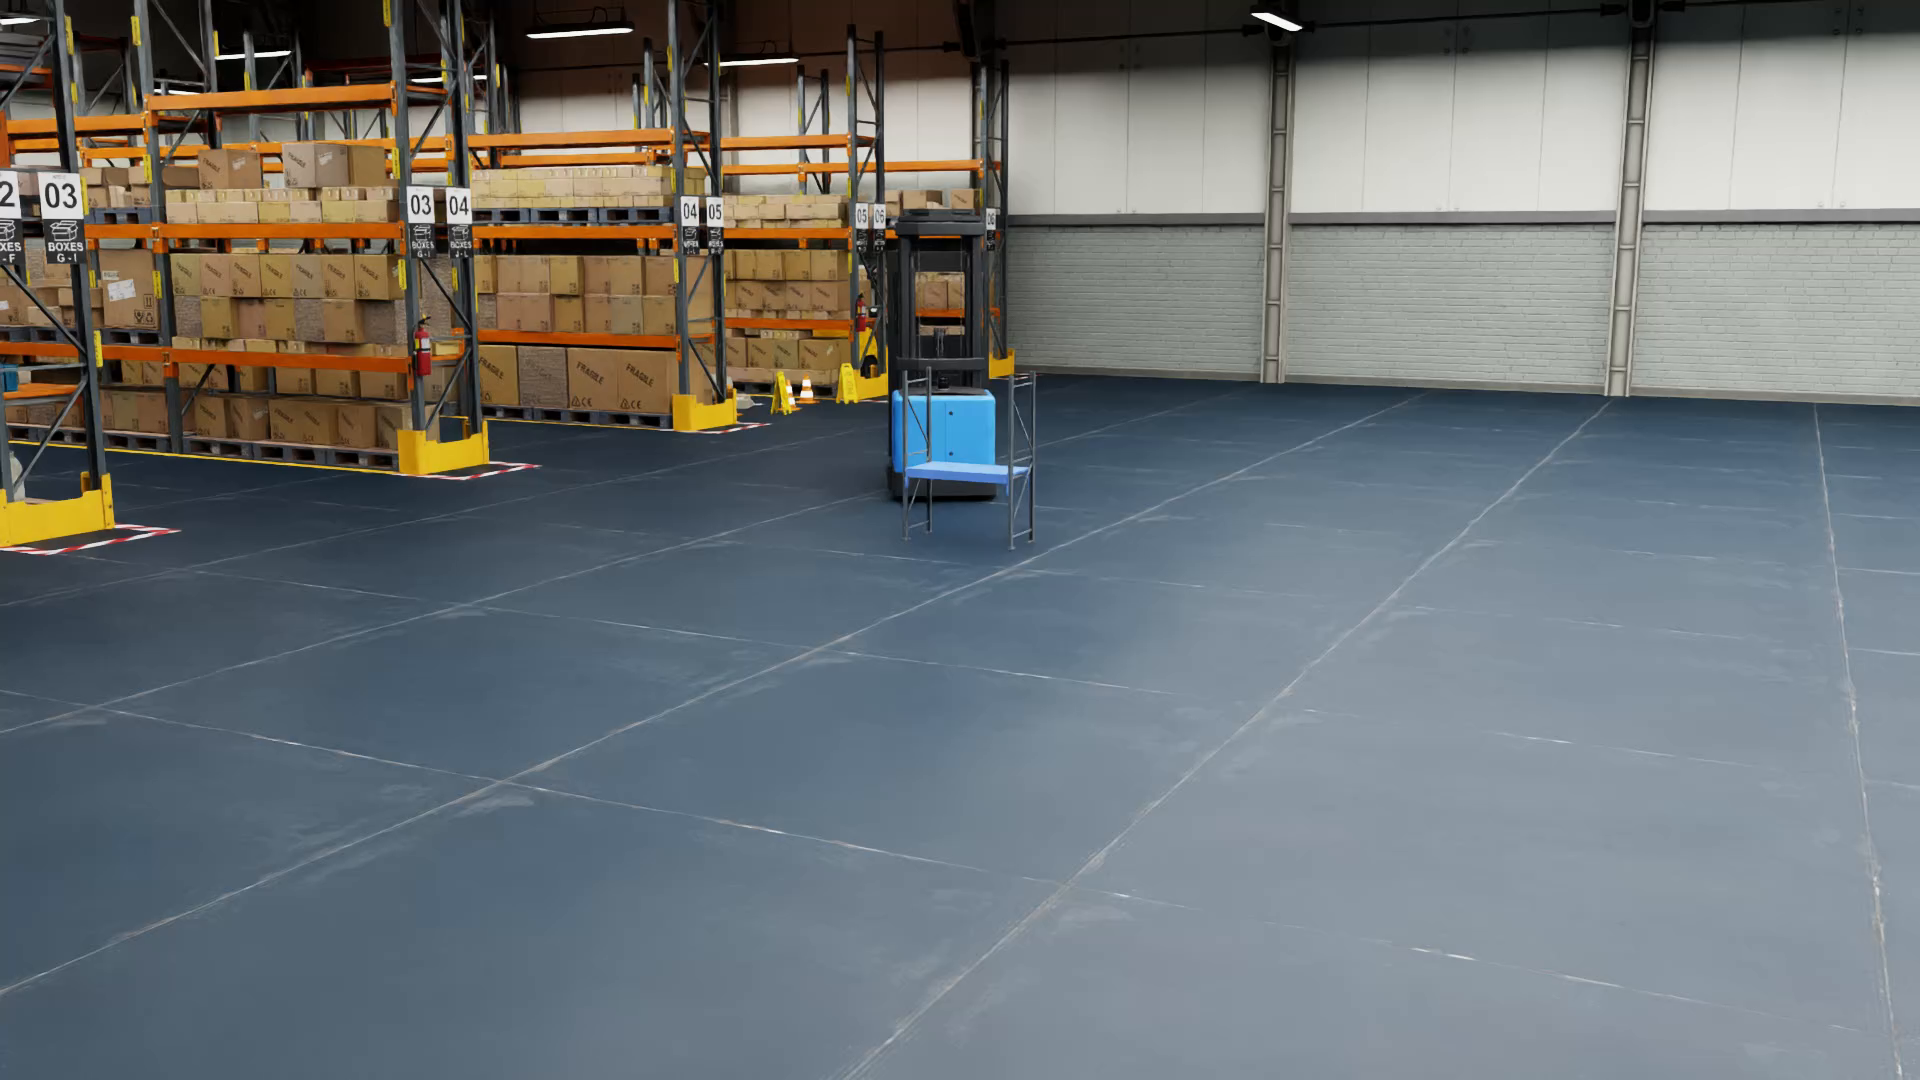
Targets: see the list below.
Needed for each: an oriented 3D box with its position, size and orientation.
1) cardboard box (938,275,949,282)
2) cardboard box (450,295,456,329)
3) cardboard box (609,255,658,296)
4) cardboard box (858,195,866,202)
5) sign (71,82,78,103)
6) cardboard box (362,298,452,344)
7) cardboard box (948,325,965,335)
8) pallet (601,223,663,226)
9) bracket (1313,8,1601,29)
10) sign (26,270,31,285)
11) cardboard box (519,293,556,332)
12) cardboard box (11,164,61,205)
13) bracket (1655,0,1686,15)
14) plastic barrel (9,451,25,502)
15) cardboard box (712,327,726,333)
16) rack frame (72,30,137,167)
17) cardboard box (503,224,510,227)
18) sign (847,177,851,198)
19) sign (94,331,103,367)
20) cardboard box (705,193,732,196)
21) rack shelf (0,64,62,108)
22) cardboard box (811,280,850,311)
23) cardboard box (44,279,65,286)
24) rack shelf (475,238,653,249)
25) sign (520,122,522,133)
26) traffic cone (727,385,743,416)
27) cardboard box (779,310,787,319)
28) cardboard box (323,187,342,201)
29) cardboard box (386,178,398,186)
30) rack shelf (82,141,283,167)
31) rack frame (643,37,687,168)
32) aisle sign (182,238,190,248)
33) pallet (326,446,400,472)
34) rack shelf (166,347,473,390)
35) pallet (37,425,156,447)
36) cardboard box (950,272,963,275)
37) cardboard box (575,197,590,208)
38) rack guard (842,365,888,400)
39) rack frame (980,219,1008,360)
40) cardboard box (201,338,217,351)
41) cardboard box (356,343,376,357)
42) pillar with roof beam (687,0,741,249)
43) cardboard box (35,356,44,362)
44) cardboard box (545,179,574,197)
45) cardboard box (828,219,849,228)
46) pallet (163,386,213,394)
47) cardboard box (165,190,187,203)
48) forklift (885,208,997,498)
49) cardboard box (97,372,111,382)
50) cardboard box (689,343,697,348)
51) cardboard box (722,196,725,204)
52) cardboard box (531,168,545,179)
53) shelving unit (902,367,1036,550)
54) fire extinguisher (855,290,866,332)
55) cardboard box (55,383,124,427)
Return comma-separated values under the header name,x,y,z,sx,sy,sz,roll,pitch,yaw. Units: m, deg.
name,x,y,z,sx,sy,sz,roll,pitch,yaw
cardboard box,-0.226,-5.079,32.269,0.250,0.149,0.380,5,12,27
cardboard box,-7.809,-3.454,25.110,0.500,0.500,0.500,5,11,25
cardboard box,-4.485,-3.760,23.631,0.550,0.550,0.875,5,11,26
cardboard box,-1.764,-5.695,27.817,0.250,0.149,0.380,5,11,25
sign,-14.654,-7.402,27.516,0.005,0.325,0.100,5,11,26
cardboard box,-6.402,-2.550,19.282,0.500,0.500,0.875,5,11,26
cardboard box,0.106,-4.015,32.224,0.500,0.250,0.500,5,12,28
pallet,-5.630,-5.654,29.652,1.003,0.211,1.213,5,11,26
bracket,8.353,-8.838,28.188,4.783,0.066,0.076,5,11,26
sign,-12.863,-3.555,22.923,0.005,0.325,0.100,5,11,26
cardboard box,-5.951,-3.352,24.406,0.550,0.550,0.875,5,11,26
cardboard box,-11.880,-4.551,21.348,0.500,0.500,0.500,5,11,24
bracket,11.408,-8.570,26.705,0.430,0.232,0.235,5,11,26
plastic barrel,-8.736,-0.538,15.086,0.421,0.512,0.421,0,10,0
cardboard box,-4.166,-3.597,28.798,0.250,0.149,0.380,6,12,28
rack frame,-14.397,-6.989,28.077,0.127,3.000,1.000,5,11,26
cardboard box,-8.274,-5.858,30.628,0.258,0.266,0.396,5,11,26
sign,-1.799,-5.714,26.971,0.005,0.325,0.100,5,11,26
sign,-7.865,-1.739,15.142,0.005,0.325,0.100,5,11,26
cardboard box,-5.063,-6.918,34.367,0.500,0.500,0.500,5,12,27
rack shelf,-9.906,-4.075,15.119,4.000,0.370,1.077,5,11,26
cardboard box,-2.145,-4.084,27.756,0.500,0.500,0.500,5,11,25
cardboard box,-15.421,-4.266,28.764,0.500,0.500,0.500,5,11,24
rack shelf,-6.917,-5.484,30.208,4.000,0.370,1.077,5,11,26
sign,-9.864,-9.207,37.266,0.005,0.325,0.100,5,11,26
traffic cone,-3.483,-2.111,25.097,0.334,0.463,0.336,5,11,26
cardboard box,-2.874,-3.845,28.259,0.250,0.149,0.380,5,11,27
cardboard box,-7.019,-3.937,18.937,0.250,0.149,0.380,5,11,26
cardboard box,-9.127,-5.410,26.037,0.500,0.500,0.500,5,11,26
rack shelf,-12.603,-6.280,27.306,4.000,0.370,1.077,5,11,26
rack frame,-5.123,-7.157,29.006,0.127,3.000,1.000,5,11,26
aisle sign,-16.077,-6.389,34.309,0.004,0.787,0.394,5,11,26
pallet,-6.702,-1.010,19.720,1.213,0.211,1.003,5,11,26
rack shelf,-7.714,-2.110,19.988,4.000,0.370,1.077,5,11,26
pallet,-11.305,-1.407,21.911,1.213,0.211,1.003,5,11,26
cardboard box,0.008,-5.206,32.137,0.250,0.149,0.380,5,11,26
cardboard box,-5.223,-4.771,23.495,0.250,0.149,0.380,5,11,26
rack guard,-1.604,-2.665,28.054,0.348,0.500,1.175,5,11,26
rack frame,0.657,-4.683,32.180,0.127,3.000,1.000,5,11,26
cardboard box,-8.993,-2.396,20.254,0.250,0.149,0.380,5,11,26
cardboard box,-6.739,-2.204,19.190,0.250,0.149,0.380,5,11,26
pillar with roof beam,-6.854,-7.619,31.558,0.548,9.000,9.100,5,11,26
cardboard box,-16.033,-3.211,29.203,0.250,0.149,0.380,5,11,24
cardboard box,-5.548,-5.008,23.684,0.500,0.250,0.500,5,11,26
cardboard box,-1.980,-5.225,27.462,0.250,0.149,0.380,5,11,26
pallet,-12.600,-2.507,27.992,1.213,0.211,1.003,5,11,26
cardboard box,-9.353,-4.146,20.092,0.250,0.149,0.380,5,11,24
forklift,-0.248,-2.087,18.033,1.130,2.935,3.031,-1,10,-4
cardboard box,-14.899,-2.817,28.698,0.250,0.149,0.380,5,11,27
cardboard box,-4.713,-3.338,29.186,0.500,0.500,0.500,6,12,29
cardboard box,-4.037,-5.798,28.387,0.250,0.149,0.380,5,11,24
cardboard box,-5.905,-5.224,23.754,0.250,0.149,0.380,5,11,26
shelving unit,0.077,-0.731,14.560,1.048,1.500,0.538,5,11,26
fire extinguisher,-1.637,-3.769,27.349,0.183,0.674,0.296,5,11,26
cardboard box,-11.471,-1.789,21.975,0.500,0.500,0.700,6,12,31
